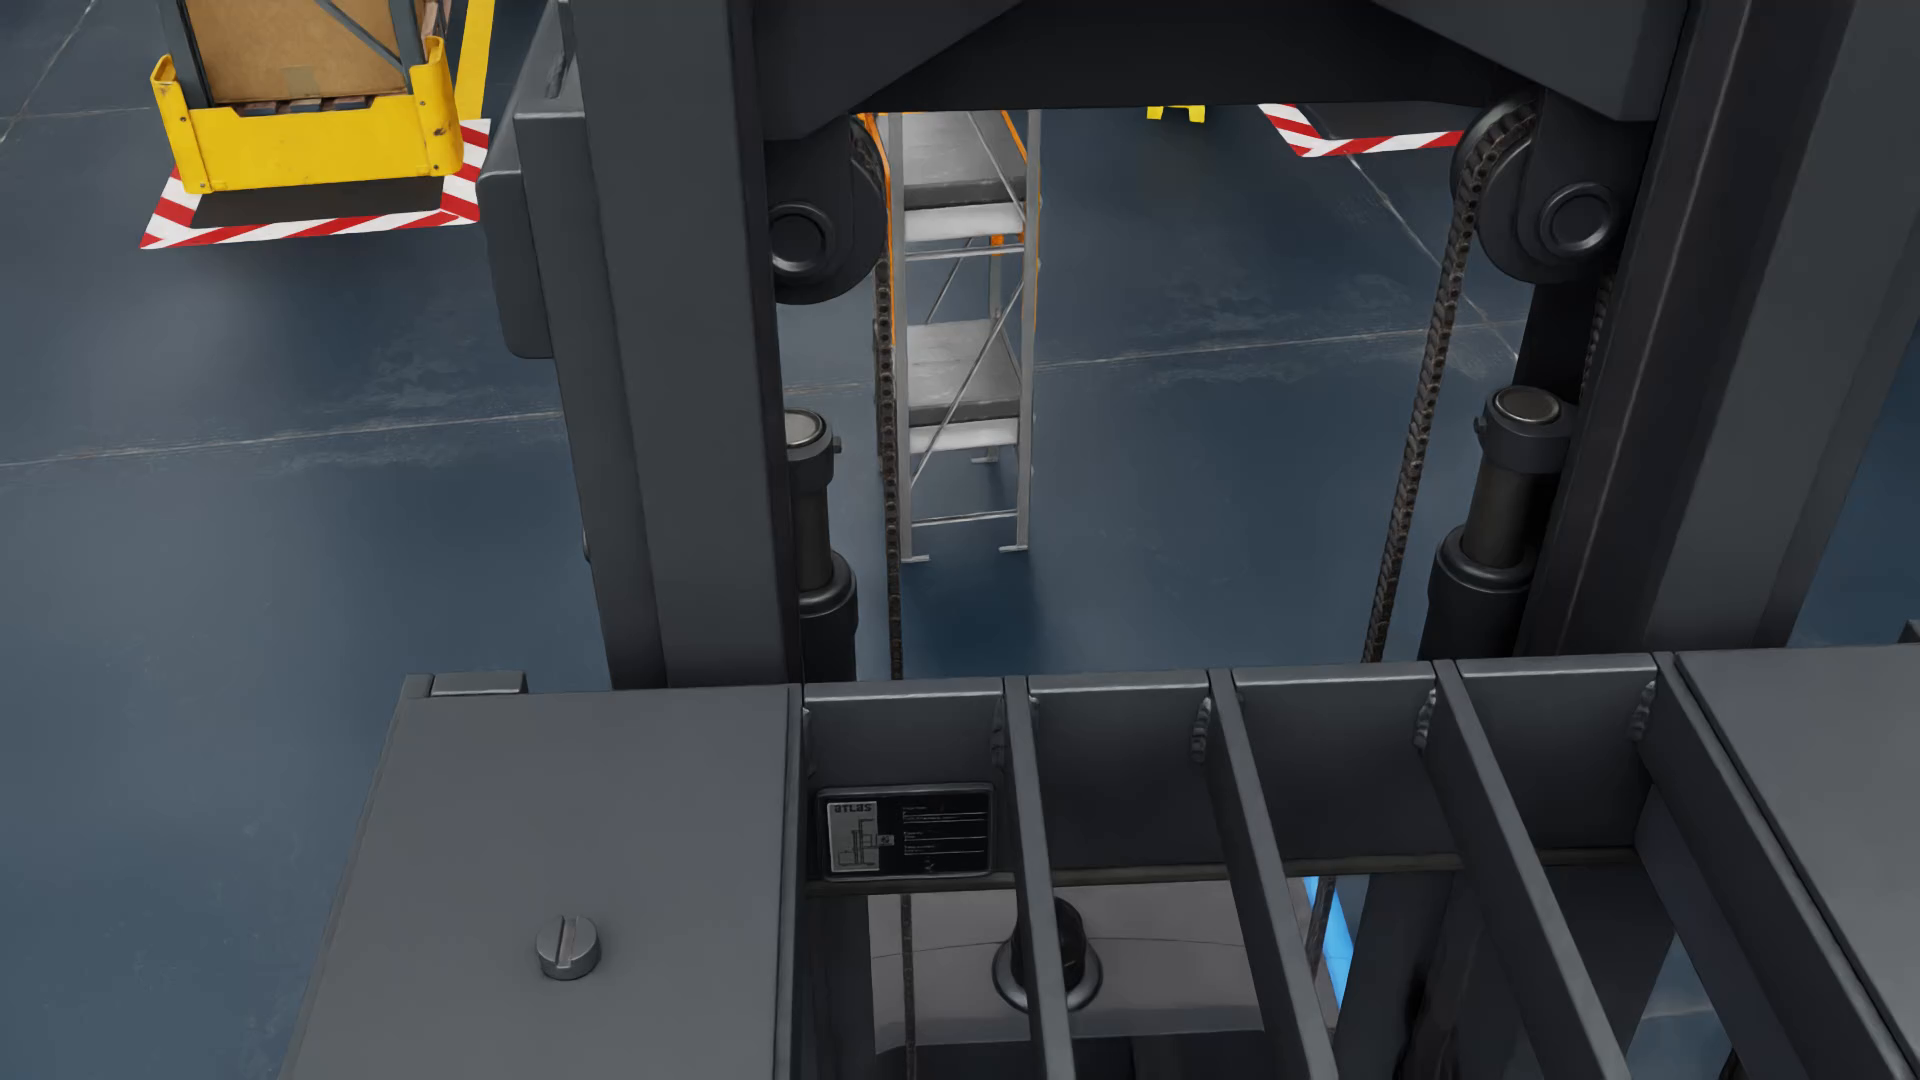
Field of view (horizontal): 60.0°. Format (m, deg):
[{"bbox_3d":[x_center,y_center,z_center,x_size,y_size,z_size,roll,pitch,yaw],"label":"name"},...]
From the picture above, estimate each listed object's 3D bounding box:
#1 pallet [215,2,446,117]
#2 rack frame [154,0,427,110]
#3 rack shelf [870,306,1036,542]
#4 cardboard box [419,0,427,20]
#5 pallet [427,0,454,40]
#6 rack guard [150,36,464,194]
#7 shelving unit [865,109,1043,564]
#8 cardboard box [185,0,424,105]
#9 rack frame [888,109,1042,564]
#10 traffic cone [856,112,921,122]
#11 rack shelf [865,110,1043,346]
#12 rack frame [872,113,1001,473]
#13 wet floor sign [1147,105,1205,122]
[{"bbox_3d":[-3.027,-2.223,7.940,1.003,0.211,1.213,-6,38,-8],"label":"pallet"},{"bbox_3d":[-2.810,-2.850,6.474,1.000,3.000,0.127,-6,38,-8],"label":"rack frame"},{"bbox_3d":[-0.029,-0.366,5.172,0.431,0.518,0.480,-6,38,-8],"label":"rack shelf"},{"bbox_3d":[-3.150,-3.111,8.198,0.875,0.875,0.875,-7,38,-9],"label":"cardboard box"},{"bbox_3d":[-3.237,-2.959,8.886,1.003,0.211,1.213,-6,38,-8],"label":"pallet"},{"bbox_3d":[-2.805,-1.848,7.222,1.175,0.500,0.348,-6,38,-8],"label":"rack guard"},{"bbox_3d":[-0.029,-0.929,4.735,0.431,2.100,0.503,-6,38,-8],"label":"shelving unit"},{"bbox_3d":[-2.994,-2.579,7.515,0.875,0.875,0.875,-6,38,-8],"label":"cardboard box"},{"bbox_3d":[0.014,-0.782,4.545,0.400,2.100,0.015,-6,38,-8],"label":"rack frame"},{"bbox_3d":[-0.333,-2.238,7.753,0.336,0.463,0.334,-6,38,-8],"label":"traffic cone"},{"bbox_3d":[-0.029,-0.918,4.743,0.431,0.518,0.480,-6,38,-8],"label":"rack shelf"},{"bbox_3d":[-0.072,-1.077,4.924,0.400,2.100,0.015,-6,38,-8],"label":"rack frame"},{"bbox_3d":[1.026,-2.284,7.664,0.267,0.644,0.232,6,38,8],"label":"wet floor sign"}]
